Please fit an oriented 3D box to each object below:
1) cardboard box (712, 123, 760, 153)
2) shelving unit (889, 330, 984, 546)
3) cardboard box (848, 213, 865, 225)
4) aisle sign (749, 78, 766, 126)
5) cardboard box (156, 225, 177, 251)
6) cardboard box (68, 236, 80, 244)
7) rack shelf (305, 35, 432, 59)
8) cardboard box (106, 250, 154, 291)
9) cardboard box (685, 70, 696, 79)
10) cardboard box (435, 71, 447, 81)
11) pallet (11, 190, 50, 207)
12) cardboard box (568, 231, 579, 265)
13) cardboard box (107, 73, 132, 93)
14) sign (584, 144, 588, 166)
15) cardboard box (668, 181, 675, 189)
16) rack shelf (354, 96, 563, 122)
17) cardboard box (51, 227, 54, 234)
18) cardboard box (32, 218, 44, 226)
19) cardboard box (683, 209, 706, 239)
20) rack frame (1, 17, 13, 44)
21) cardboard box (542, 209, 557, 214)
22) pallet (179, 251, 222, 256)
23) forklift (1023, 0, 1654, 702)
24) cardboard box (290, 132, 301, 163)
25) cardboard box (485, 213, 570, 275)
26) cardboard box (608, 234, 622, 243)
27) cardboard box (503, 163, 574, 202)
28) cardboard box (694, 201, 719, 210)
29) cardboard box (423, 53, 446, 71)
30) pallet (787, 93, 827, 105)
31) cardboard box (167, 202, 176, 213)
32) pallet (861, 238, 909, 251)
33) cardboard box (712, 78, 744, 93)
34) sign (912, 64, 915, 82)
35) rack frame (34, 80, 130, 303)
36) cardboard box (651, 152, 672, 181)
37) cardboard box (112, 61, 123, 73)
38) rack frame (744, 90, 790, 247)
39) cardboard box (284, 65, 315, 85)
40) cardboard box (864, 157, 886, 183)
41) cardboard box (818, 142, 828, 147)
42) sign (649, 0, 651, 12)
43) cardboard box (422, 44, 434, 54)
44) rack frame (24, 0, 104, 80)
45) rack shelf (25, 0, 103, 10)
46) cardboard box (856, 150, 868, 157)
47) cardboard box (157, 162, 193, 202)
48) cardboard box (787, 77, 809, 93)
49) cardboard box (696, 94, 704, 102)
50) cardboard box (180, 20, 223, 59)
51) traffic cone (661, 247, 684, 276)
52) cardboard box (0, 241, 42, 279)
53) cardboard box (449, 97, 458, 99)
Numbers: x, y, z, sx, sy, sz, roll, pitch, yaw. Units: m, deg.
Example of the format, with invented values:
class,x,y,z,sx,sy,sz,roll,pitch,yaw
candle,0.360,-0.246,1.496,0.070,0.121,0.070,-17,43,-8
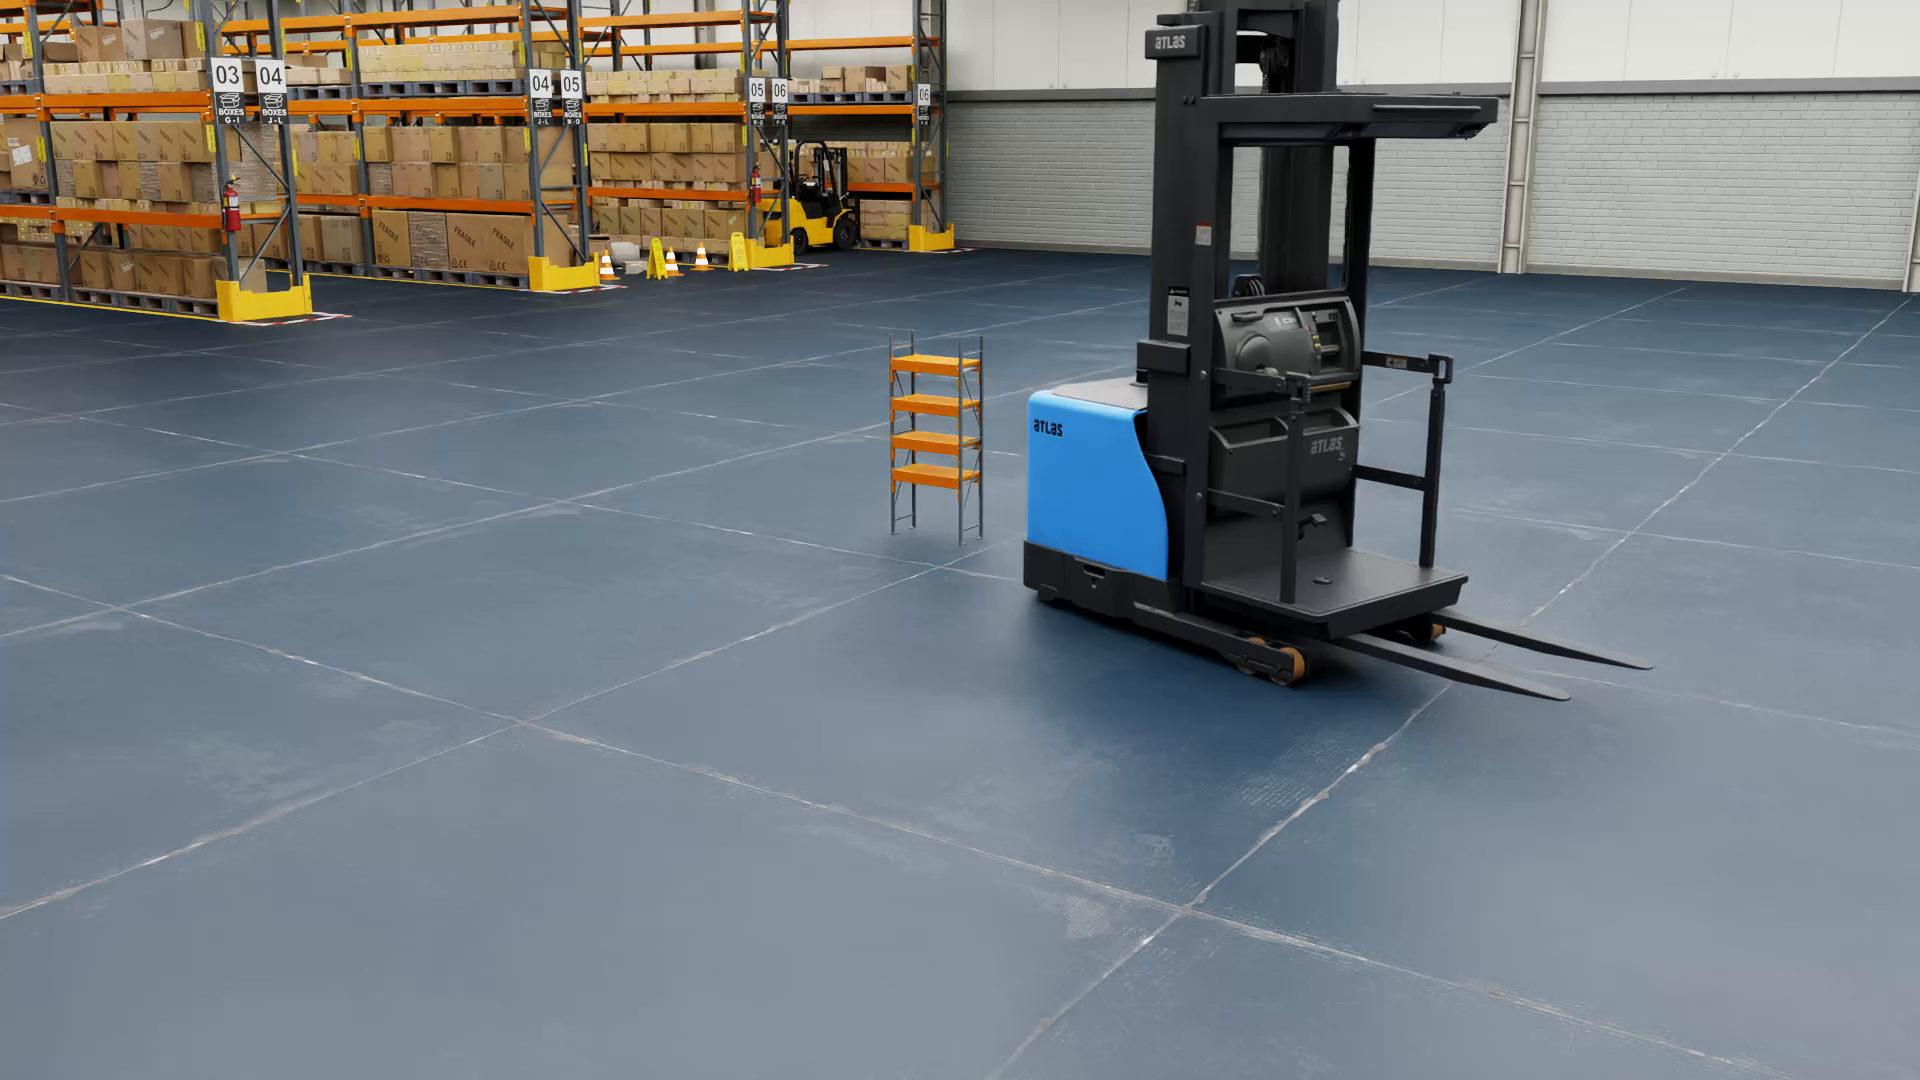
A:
class,x,y,z,sx,sy,sz,roll,pitch,yaw
cardboard box,-3.903,-7.009,28.988,0.500,0.500,0.700,9,16,31
shelving unit,-0.137,-0.605,9.769,0.503,1.200,0.258,9,17,33
cardboard box,-2.018,-6.545,33.830,0.500,0.250,0.500,9,16,32
aisle sign,-3.467,-7.502,28.475,0.004,0.787,0.394,9,17,33
cardboard box,-14.242,-5.543,30.300,0.500,0.500,0.500,8,16,30
cardboard box,-16.933,-5.793,32.043,0.250,0.149,0.380,9,16,31
rack shelf,-11.655,-10.016,33.886,4.000,0.370,1.077,9,17,33
cardboard box,-11.418,-3.720,22.936,0.500,0.500,0.500,-11,17,-36
cardboard box,-4.598,-8.165,29.185,0.250,0.149,0.380,9,17,33
cardboard box,-7.766,-7.074,25.354,0.250,0.149,0.380,9,17,33
pallet,-12.760,-4.905,23.794,1.213,0.211,1.003,9,17,33
cardboard box,-7.008,-5.015,28.751,0.503,0.637,0.797,9,17,33
cardboard box,-10.686,-5.930,21.608,0.500,0.250,0.500,9,16,32
sign,-5.721,-5.874,25.343,0.005,0.325,0.100,9,17,33
cardboard box,-5.044,-6.400,29.959,0.250,0.149,0.380,9,17,33
rack shelf,-7.695,-6.680,25.822,4.000,0.370,1.077,9,17,33
cardboard box,-17.482,-6.048,32.451,0.250,0.149,0.380,8,16,30
cardboard box,-17.964,-6.249,32.647,0.250,0.149,0.380,9,17,34
cardboard box,-4.602,-5.664,29.749,0.500,0.500,0.500,10,17,35
rack frame,-19.312,-10.363,32.960,0.127,3.000,1.000,9,17,33
cardboard box,-9.412,-7.649,38.808,0.500,0.500,0.500,9,16,31
pallet,-13.321,-5.130,30.107,1.213,0.211,1.003,9,17,33
forklift,1.640,-0.923,7.454,1.130,2.935,3.031,-11,18,-37
cardboard box,-11.035,-6.646,28.138,0.500,0.500,0.700,9,17,32
cardboard box,-6.635,-4.556,25.532,0.875,0.875,0.875,9,17,33
cardboard box,-6.337,-5.579,30.965,0.500,0.250,0.500,8,16,30
cardboard box,-6.369,-5.419,25.159,0.550,0.550,0.875,9,17,33
cardboard box,-4.509,-5.945,29.535,0.250,0.149,0.380,10,17,34
cardboard box,-7.846,-7.298,25.430,0.500,0.250,0.500,9,17,33
pallet,-3.187,-9.136,34.431,1.213,0.211,1.003,9,17,33
cardboard box,-10.066,-4.340,21.638,0.250,0.149,0.380,9,17,33
pallet,-1.248,-6.037,33.770,1.213,0.211,1.003,9,17,33
cardboard box,-3.932,-7.848,28.737,0.500,0.250,0.500,9,16,32
sign,-0.904,-9.037,32.168,0.005,0.325,0.100,9,17,33
rack frame,-12.207,-4.866,23.240,0.127,3.000,1.000,9,17,33
cardboard box,-5.197,-6.724,29.918,0.500,0.500,0.500,9,17,33
cardboard box,-10.773,-6.143,21.637,0.250,0.149,0.380,10,17,34
rack frame,-3.357,-6.306,29.055,0.127,3.000,1.000,9,17,33
cardboard box,-10.932,-7.698,27.540,0.500,0.311,0.500,8,16,31
cardboard box,-1.570,-7.430,33.386,0.500,0.500,0.500,10,17,35
cardboard box,-2.697,-8.082,34.050,0.250,0.149,0.380,9,17,33
sign,-6.921,-11.923,36.986,0.005,0.325,0.100,9,17,33
cardboard box,-7.980,-7.495,25.396,0.250,0.149,0.380,9,17,33
rack frame,-12.207,-7.779,22.519,0.127,3.000,1.000,9,17,33
rack shelf,-10.547,-7.160,21.522,4.000,0.370,1.077,9,17,33
cardboard box,-1.891,-7.787,33.481,0.250,0.149,0.380,9,16,31
cardboard box,-9.811,-4.645,21.519,0.500,0.500,0.875,9,17,33
cardboard box,-3.355,-9.338,34.163,0.500,0.311,0.500,10,17,34
cardboard box,-4.408,-7.749,29.163,0.250,0.149,0.380,9,17,33
cardboard box,-9.969,-6.475,21.626,0.500,0.500,0.500,9,17,33
traffic cone,-4.771,-4.608,27.475,0.334,0.463,0.336,9,17,33
cardboard box,-14.017,-4.171,24.715,0.500,0.500,0.700,11,18,37
cardboard box,-9.829,-8.637,32.751,0.250,0.149,0.380,9,17,33
